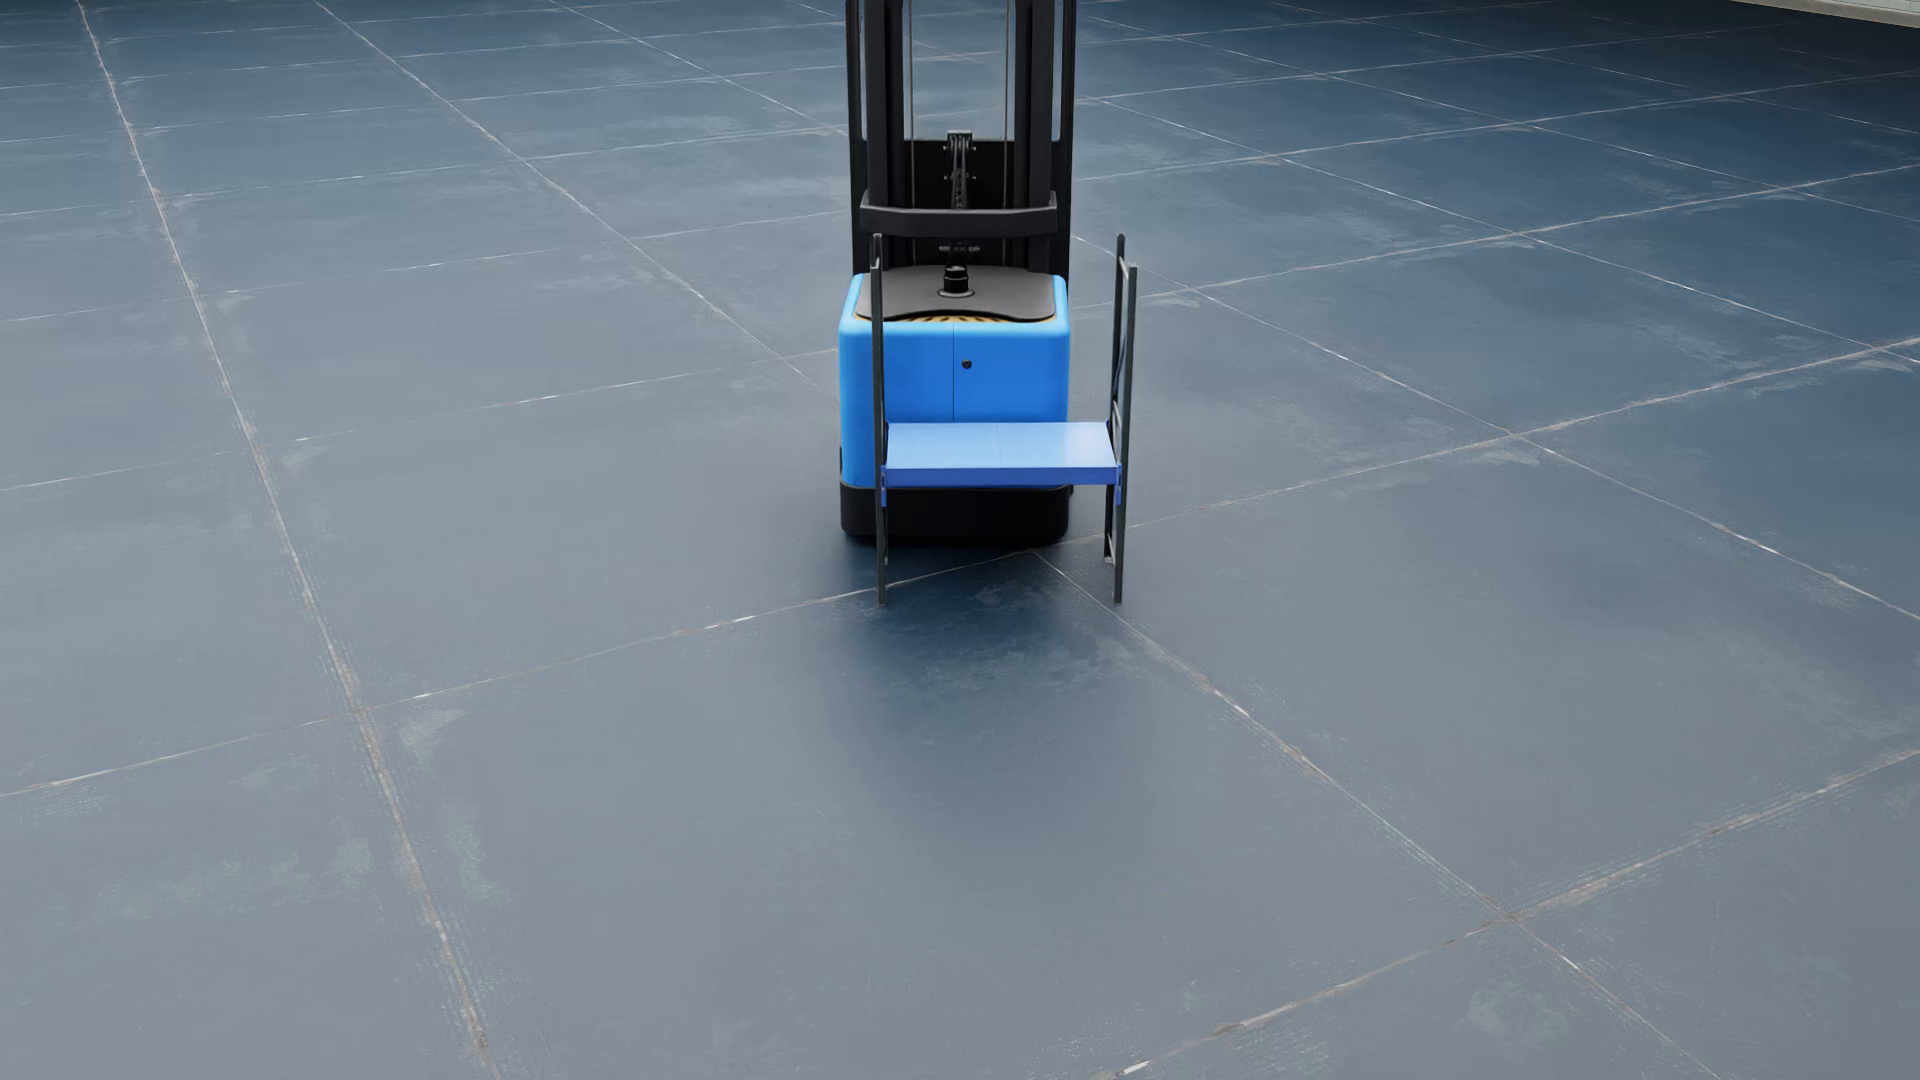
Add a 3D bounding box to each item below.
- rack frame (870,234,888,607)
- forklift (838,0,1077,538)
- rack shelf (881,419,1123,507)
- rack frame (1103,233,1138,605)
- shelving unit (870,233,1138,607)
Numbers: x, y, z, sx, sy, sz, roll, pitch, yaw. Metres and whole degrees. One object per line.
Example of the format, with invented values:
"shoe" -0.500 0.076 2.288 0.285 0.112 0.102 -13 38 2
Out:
"rack frame" -0.340 -0.495 7.049 0.032 1.500 0.500 0 26 -1
"forklift" 0.012 -1.926 8.375 1.130 2.935 3.031 1 26 1
"rack shelf" 0.168 -0.337 7.134 1.000 0.185 0.538 0 26 -1
"rack frame" 0.676 -0.503 7.064 0.032 1.500 0.500 0 26 -1
"shelving unit" 0.168 -0.499 7.056 1.048 1.500 0.538 0 26 -1
